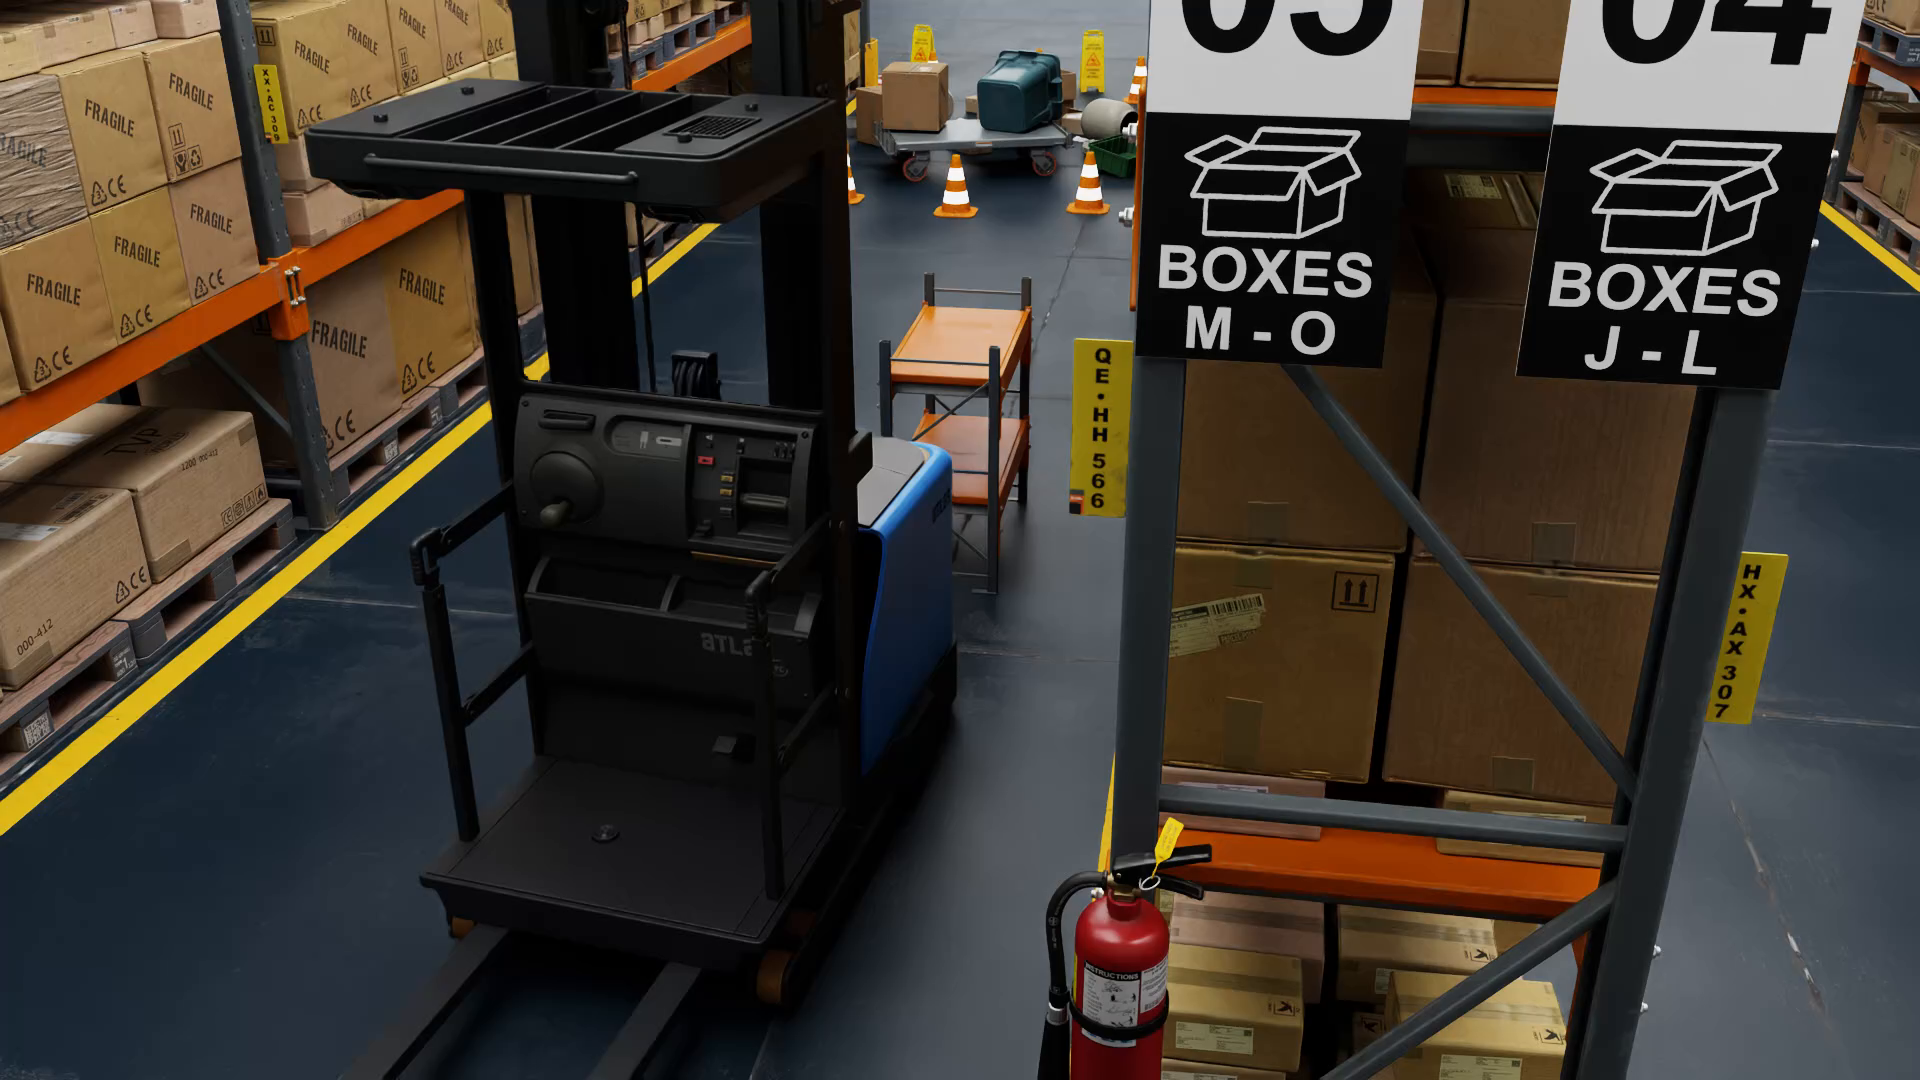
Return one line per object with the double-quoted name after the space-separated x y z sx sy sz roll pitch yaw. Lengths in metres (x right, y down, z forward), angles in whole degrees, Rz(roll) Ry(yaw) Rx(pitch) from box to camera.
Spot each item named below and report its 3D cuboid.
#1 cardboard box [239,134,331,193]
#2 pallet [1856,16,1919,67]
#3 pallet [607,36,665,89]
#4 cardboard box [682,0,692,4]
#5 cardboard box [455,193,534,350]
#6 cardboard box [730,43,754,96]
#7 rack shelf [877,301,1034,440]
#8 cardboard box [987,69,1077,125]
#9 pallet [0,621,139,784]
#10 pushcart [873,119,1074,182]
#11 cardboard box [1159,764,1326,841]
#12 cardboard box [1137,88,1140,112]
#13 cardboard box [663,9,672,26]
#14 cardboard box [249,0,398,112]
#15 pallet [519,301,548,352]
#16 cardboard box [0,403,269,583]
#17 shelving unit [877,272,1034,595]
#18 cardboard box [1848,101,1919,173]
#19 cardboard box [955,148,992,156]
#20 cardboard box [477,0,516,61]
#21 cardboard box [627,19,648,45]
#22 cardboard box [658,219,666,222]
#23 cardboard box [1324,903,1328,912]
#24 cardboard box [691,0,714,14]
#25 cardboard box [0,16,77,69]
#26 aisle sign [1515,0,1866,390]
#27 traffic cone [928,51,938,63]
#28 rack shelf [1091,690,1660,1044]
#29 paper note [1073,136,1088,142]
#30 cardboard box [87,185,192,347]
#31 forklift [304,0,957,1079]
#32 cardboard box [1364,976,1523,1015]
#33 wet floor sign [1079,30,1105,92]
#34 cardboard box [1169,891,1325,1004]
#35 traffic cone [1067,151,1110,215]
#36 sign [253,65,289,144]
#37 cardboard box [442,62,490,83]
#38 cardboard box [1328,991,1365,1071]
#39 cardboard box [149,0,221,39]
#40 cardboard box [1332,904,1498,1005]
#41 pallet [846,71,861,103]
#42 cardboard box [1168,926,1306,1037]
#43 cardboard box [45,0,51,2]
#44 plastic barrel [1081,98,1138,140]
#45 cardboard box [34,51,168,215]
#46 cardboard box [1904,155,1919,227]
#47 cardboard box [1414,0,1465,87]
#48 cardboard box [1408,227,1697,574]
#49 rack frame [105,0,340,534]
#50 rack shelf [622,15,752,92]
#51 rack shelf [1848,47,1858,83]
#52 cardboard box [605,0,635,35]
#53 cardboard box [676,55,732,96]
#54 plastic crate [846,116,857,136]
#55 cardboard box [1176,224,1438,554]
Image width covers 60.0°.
-3.108 -1.773 7.586 0.500 0.250 0.500 3 25 7 "cardboard box"
7.357 -3.713 12.370 1.003 0.211 1.213 4 25 9 "pallet"
-2.793 -3.341 11.576 1.213 0.211 1.003 4 25 9 "pallet"
-2.255 -4.315 12.466 0.500 0.500 0.500 3 25 7 "cardboard box"
-3.149 -1.695 9.843 0.875 0.875 0.875 4 25 9 "cardboard box"
-1.788 -4.308 15.279 0.500 0.500 0.500 5 26 11 "cardboard box"
-0.001 -0.772 7.381 0.538 0.278 1.000 4 25 9 "rack shelf"
0.713 -4.428 16.616 0.797 0.503 0.637 -14 29 -27 "cardboard box"
-3.857 0.637 6.139 1.003 0.211 1.213 4 25 9 "pallet"
0.107 -3.471 14.720 1.648 0.377 0.936 -5 25 -10 "pushcart"
0.562 0.482 3.479 0.380 0.149 0.250 4 25 9 "cardboard box"
1.990 -4.084 15.883 0.500 0.500 0.500 8 26 18 "cardboard box"
-2.363 -3.890 12.323 0.380 0.149 0.250 5 26 11 "cardboard box"
-3.047 -2.327 7.885 0.500 0.500 0.500 4 25 8 "cardboard box"
-3.008 -1.535 10.781 1.003 0.211 1.213 4 25 9 "pallet"
-3.667 -0.224 7.218 0.875 0.438 0.875 4 25 8 "cardboard box"
-0.001 -0.507 7.506 0.538 1.125 1.048 4 25 9 "shelving unit"
7.731 -3.332 13.783 0.500 0.500 0.500 3 25 7 "cardboard box"
0.100 -3.749 15.447 0.258 0.266 0.396 -14 29 -27 "cardboard box"
-2.795 -2.964 9.247 0.500 0.500 0.500 4 25 9 "cardboard box"
-2.399 -3.549 11.596 0.380 0.149 0.250 2 25 5 "cardboard box"
-2.590 -2.668 12.515 0.950 0.372 0.625 4 25 8 "cardboard box"
1.283 0.996 4.952 0.380 0.149 0.250 4 25 9 "cardboard box"
-2.144 -4.212 13.011 0.380 0.149 0.250 4 25 8 "cardboard box"
-3.419 -1.777 5.946 0.380 0.149 0.250 4 25 8 "cardboard box"
1.072 -0.602 2.432 0.394 0.787 0.004 4 25 9 "aisle sign"
-0.295 -5.050 17.994 0.336 0.463 0.334 4 25 9 "traffic cone"
1.115 0.013 5.032 1.077 0.370 4.000 4 25 9 "rack shelf"
1.166 -3.842 15.930 0.172 0.023 0.155 13 28 26 "paper note"
-3.361 -1.068 6.375 0.500 0.500 0.500 3 25 7 "cardboard box"
-0.924 -0.157 4.628 1.130 2.935 3.031 7 26 15 "forklift"
1.227 1.178 4.211 0.380 0.149 0.250 4 25 8 "cardboard box"
1.454 -5.251 18.207 0.267 0.644 0.232 0 25 -1 "wet floor sign"
0.722 1.015 4.208 0.380 0.149 0.250 5 25 10 "cardboard box"
1.040 -2.890 13.378 0.336 0.463 0.334 4 25 9 "traffic cone"
-2.911 -1.840 7.028 0.100 0.325 0.005 4 25 9 "sign"
-2.861 -2.414 8.955 0.500 0.250 0.500 3 25 7 "cardboard box"
1.151 1.313 4.275 0.380 0.149 0.250 4 25 8 "cardboard box"
-3.195 -2.091 6.616 0.380 0.149 0.250 4 25 7 "cardboard box"
1.135 1.036 4.164 0.380 0.149 0.250 4 25 9 "cardboard box"
-1.677 -4.837 17.834 1.003 0.211 1.213 4 25 9 "pallet"
0.688 1.144 4.284 0.380 0.149 0.250 3 25 7 "cardboard box"
-3.766 -2.128 6.695 0.380 0.149 0.250 4 25 8 "cardboard box"
1.421 -3.909 15.602 0.421 0.421 0.512 -20 32 -36 "plastic barrel"
-3.354 -1.520 6.161 0.500 0.500 0.500 4 25 8 "cardboard box"
7.317 -2.489 11.958 0.700 0.500 0.500 2 25 4 "cardboard box"
0.601 -0.975 2.934 0.500 0.250 0.500 3 25 7 "cardboard box"
1.123 -0.278 3.158 0.500 0.500 0.500 4 25 8 "cardboard box"
-3.458 -1.450 7.309 1.000 3.000 0.127 4 25 9 "rack frame"
-2.478 -3.633 12.823 1.077 0.370 4.000 4 25 9 "rack shelf"
7.953 -4.620 14.930 1.077 0.370 4.000 4 25 9 "rack shelf"
-2.503 -3.665 11.078 0.500 0.500 0.500 3 25 7 "cardboard box"
-2.319 -4.346 15.361 0.500 0.500 0.500 4 25 8 "cardboard box"
-1.085 -4.073 16.358 0.402 0.080 0.583 -5 25 -10 "plastic crate"
0.617 -0.318 3.242 0.500 0.500 0.500 4 25 7 "cardboard box"
